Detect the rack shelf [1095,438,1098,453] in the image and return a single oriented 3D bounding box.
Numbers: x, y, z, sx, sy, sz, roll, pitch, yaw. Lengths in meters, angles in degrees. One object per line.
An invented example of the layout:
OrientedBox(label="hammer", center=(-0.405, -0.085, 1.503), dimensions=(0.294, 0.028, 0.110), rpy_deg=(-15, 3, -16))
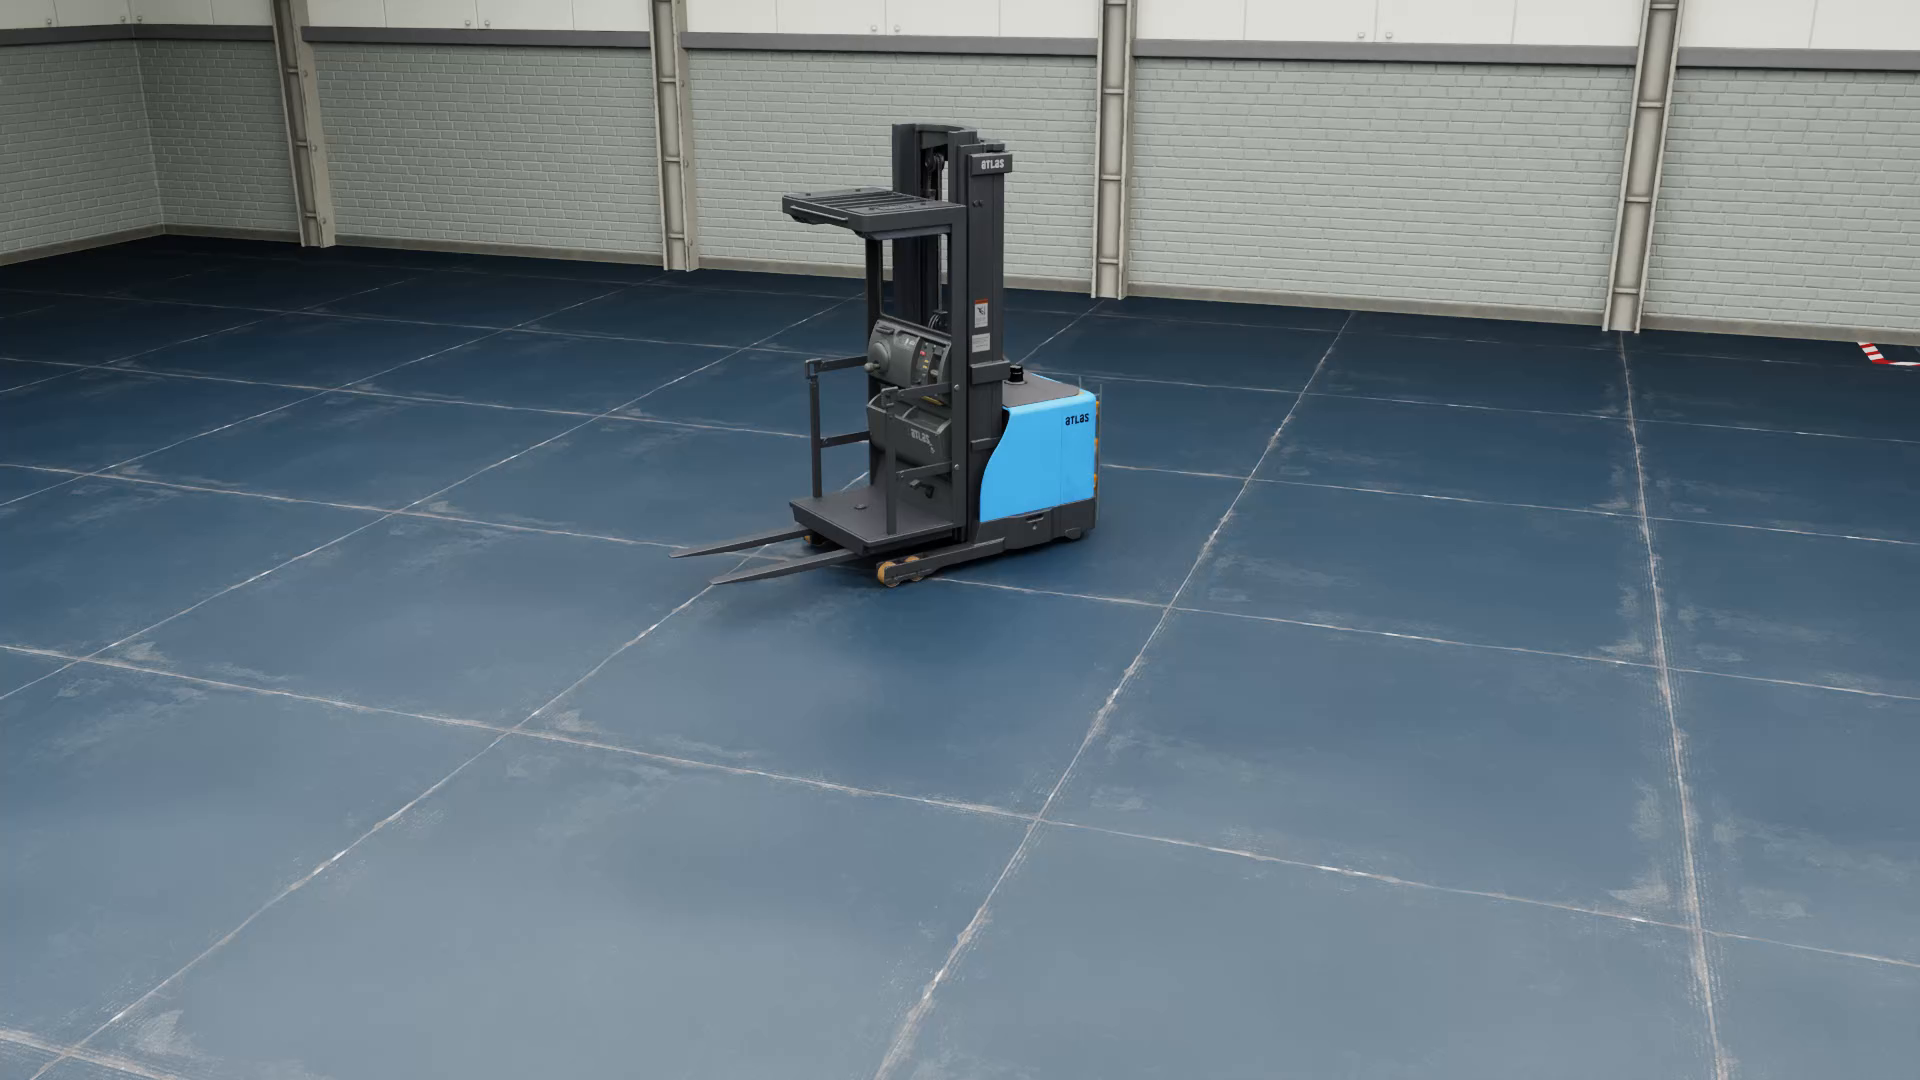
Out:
OrientedBox(label="rack shelf", center=(0.883, -0.648, 12.374), dimensions=(0.215, 0.259, 0.240), rpy_deg=(-13, 23, -32))

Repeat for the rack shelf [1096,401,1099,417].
OrientedBox(label="rack shelf", center=(0.883, -0.916, 12.280), dimensions=(0.215, 0.259, 0.240), rpy_deg=(-13, 23, -32))

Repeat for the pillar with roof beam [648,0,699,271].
OrientedBox(label="pillar with roof beam", center=(-5.209, -6.613, 17.376), dimensions=(0.400, 9.000, 9.100), rpy_deg=(7, 20, 18))

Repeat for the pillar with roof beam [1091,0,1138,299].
OrientedBox(label="pillar with roof beam", center=(0.459, -5.965, 15.517), dimensions=(0.400, 9.000, 9.100), rpy_deg=(7, 20, 18))

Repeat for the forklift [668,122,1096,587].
OrientedBox(label="forklift", center=(-0.519, -1.266, 11.256), dimensions=(3.031, 2.935, 1.130), rpy_deg=(-13, 23, -32))

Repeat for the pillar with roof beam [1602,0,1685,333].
OrientedBox(label="pillar with roof beam", center=(6.126, -5.317, 13.657), dimensions=(0.400, 9.000, 9.100), rpy_deg=(7, 20, 18))

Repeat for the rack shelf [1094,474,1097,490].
OrientedBox(label="rack shelf", center=(0.883, -0.386, 12.465), dimensions=(0.215, 0.259, 0.240), rpy_deg=(-13, 23, -32))

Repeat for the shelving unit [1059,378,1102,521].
OrientedBox(label="shelving unit", center=(0.883, -0.658, 12.370), dimensions=(0.215, 1.050, 0.252), rpy_deg=(-13, 23, -32))

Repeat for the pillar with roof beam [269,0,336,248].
OrientedBox(label="pillar with roof beam", center=(-10.877, -7.261, 19.235), dimensions=(0.400, 9.000, 9.100), rpy_deg=(7, 20, 18))

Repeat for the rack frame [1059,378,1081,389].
OrientedBox(label="rack frame", center=(0.814, -0.691, 12.465), dimensions=(0.200, 1.050, 0.008), rpy_deg=(-13, 23, -32))

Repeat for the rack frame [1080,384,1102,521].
OrientedBox(label="rack frame", center=(0.953, -0.625, 12.275), dimensions=(0.200, 1.050, 0.008), rpy_deg=(-13, 23, -32))
